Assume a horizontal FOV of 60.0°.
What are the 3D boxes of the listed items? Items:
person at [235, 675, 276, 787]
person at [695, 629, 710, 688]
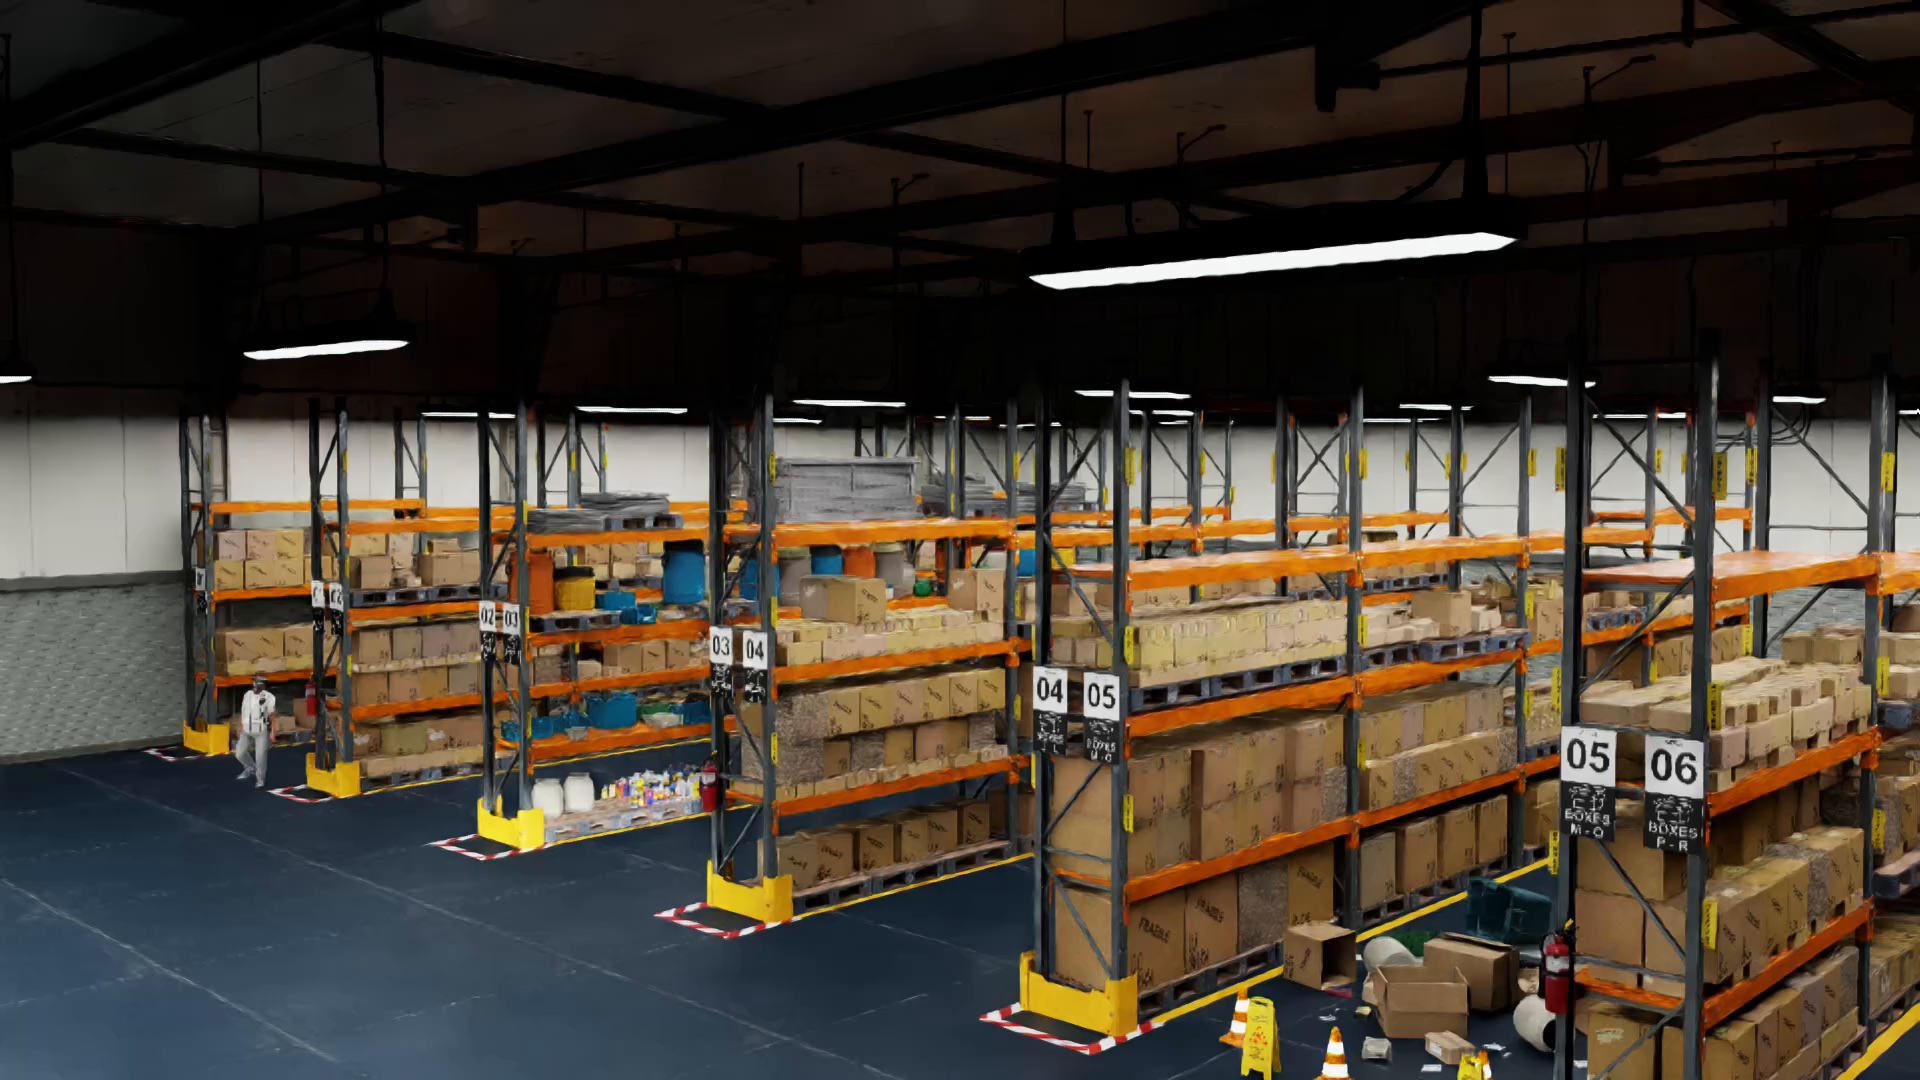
[{"bbox_3d":[-10.936,2.947,25.804,0.733,1.730,0.550,0,3,6],"label":"person"},{"bbox_3d":[-5.332,2.613,34.594,0.412,1.433,0.955,2,4,36],"label":"person"}]
